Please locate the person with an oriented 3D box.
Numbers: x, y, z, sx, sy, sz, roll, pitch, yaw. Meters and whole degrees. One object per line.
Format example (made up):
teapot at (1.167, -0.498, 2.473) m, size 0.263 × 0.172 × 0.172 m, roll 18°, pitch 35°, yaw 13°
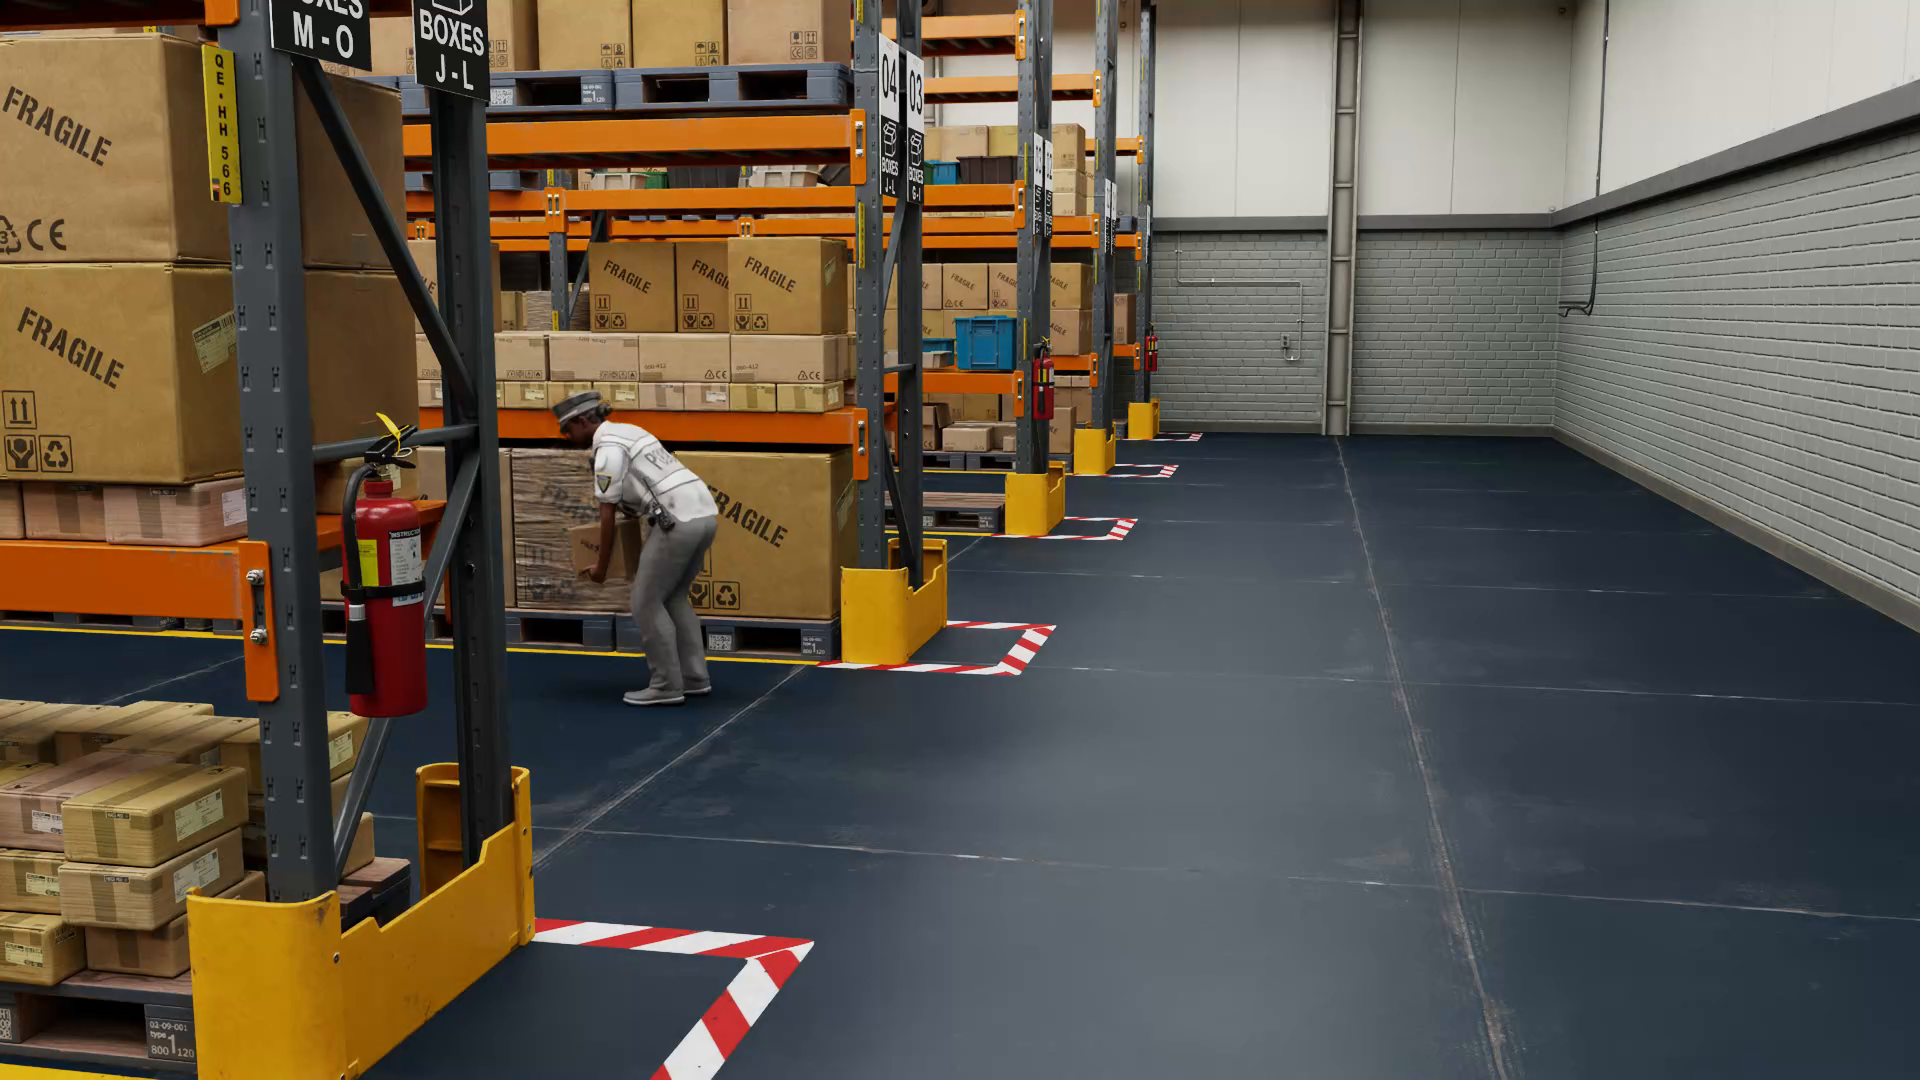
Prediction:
person at (-1.527, 0.033, 7.819) m, size 0.779 × 1.466 × 0.411 m, roll 1°, pitch 8°, yaw 10°
